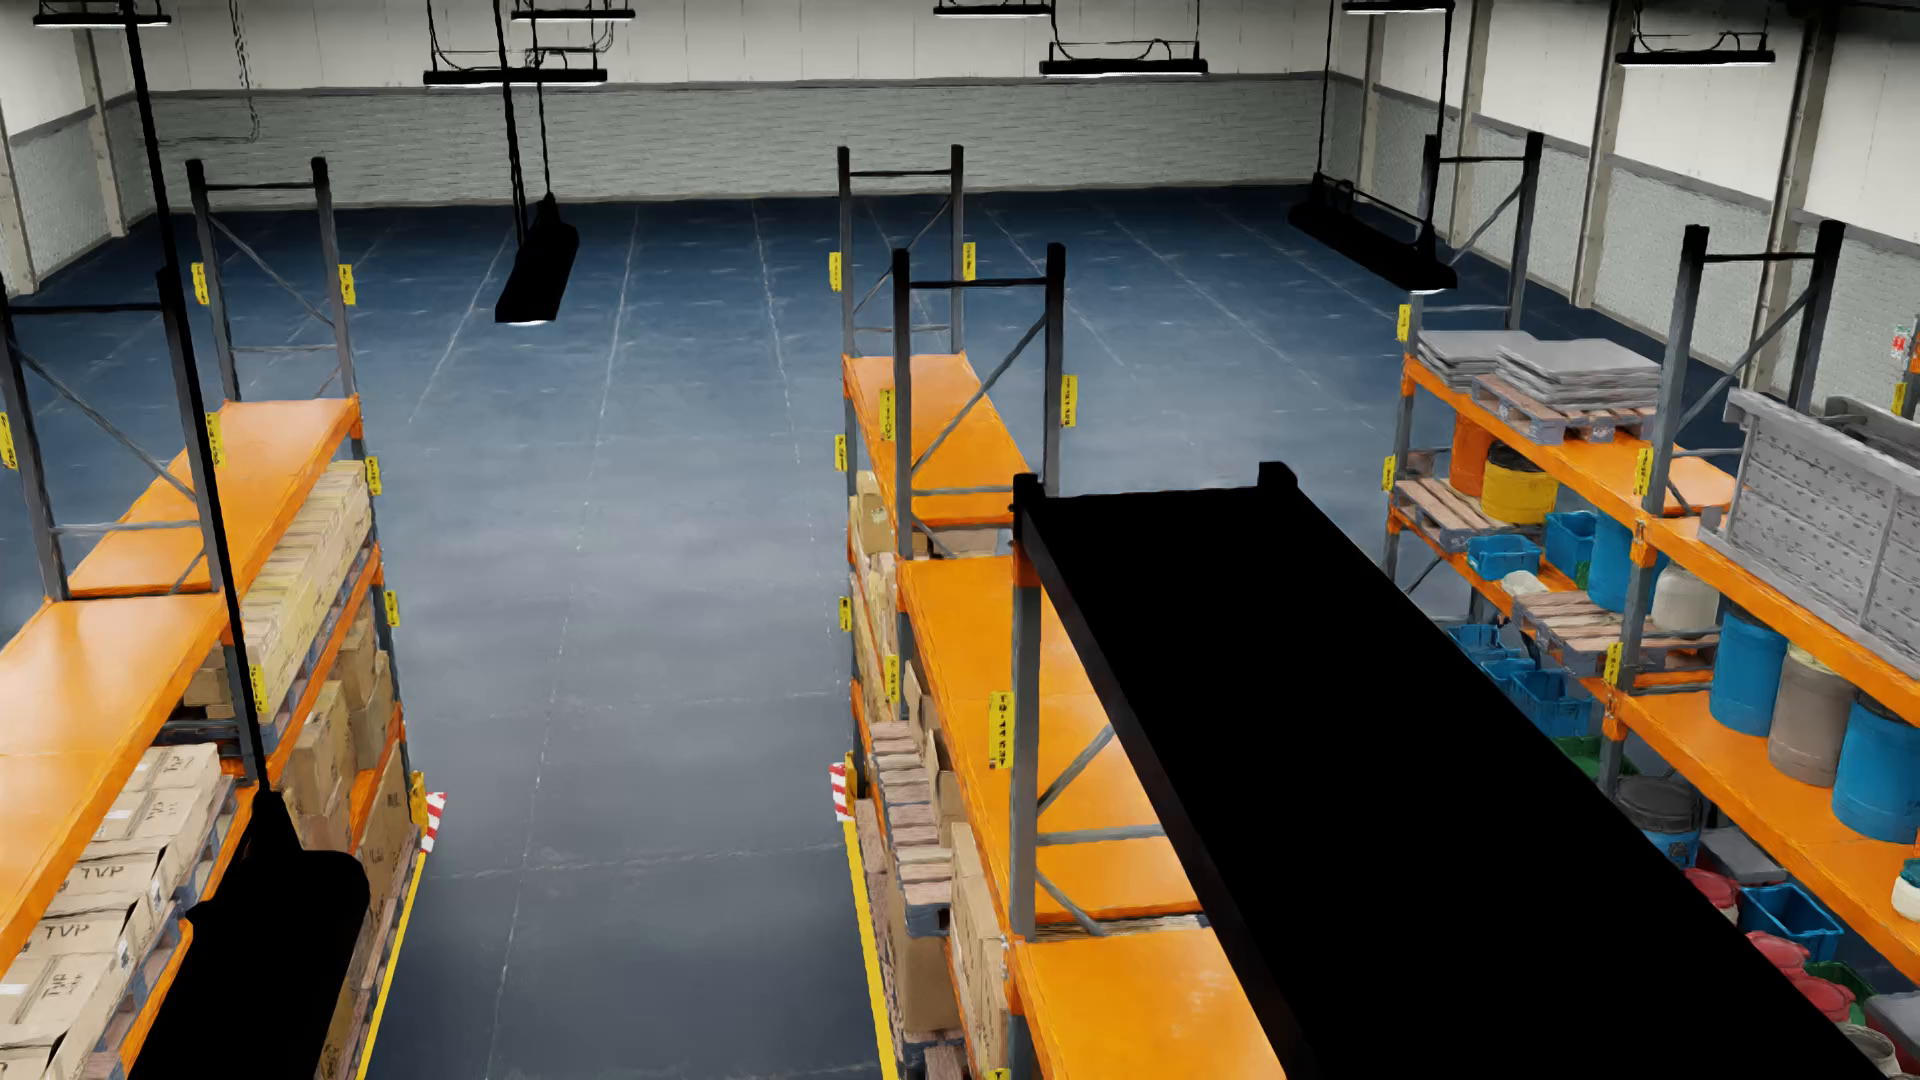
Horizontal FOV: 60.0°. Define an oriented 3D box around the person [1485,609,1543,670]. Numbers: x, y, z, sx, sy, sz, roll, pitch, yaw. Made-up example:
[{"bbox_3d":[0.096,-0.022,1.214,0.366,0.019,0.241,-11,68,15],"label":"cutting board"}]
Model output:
[{"bbox_3d":[5.891,0.745,17.652,0.561,1.525,0.788,-10,24,-24],"label":"person"}]
